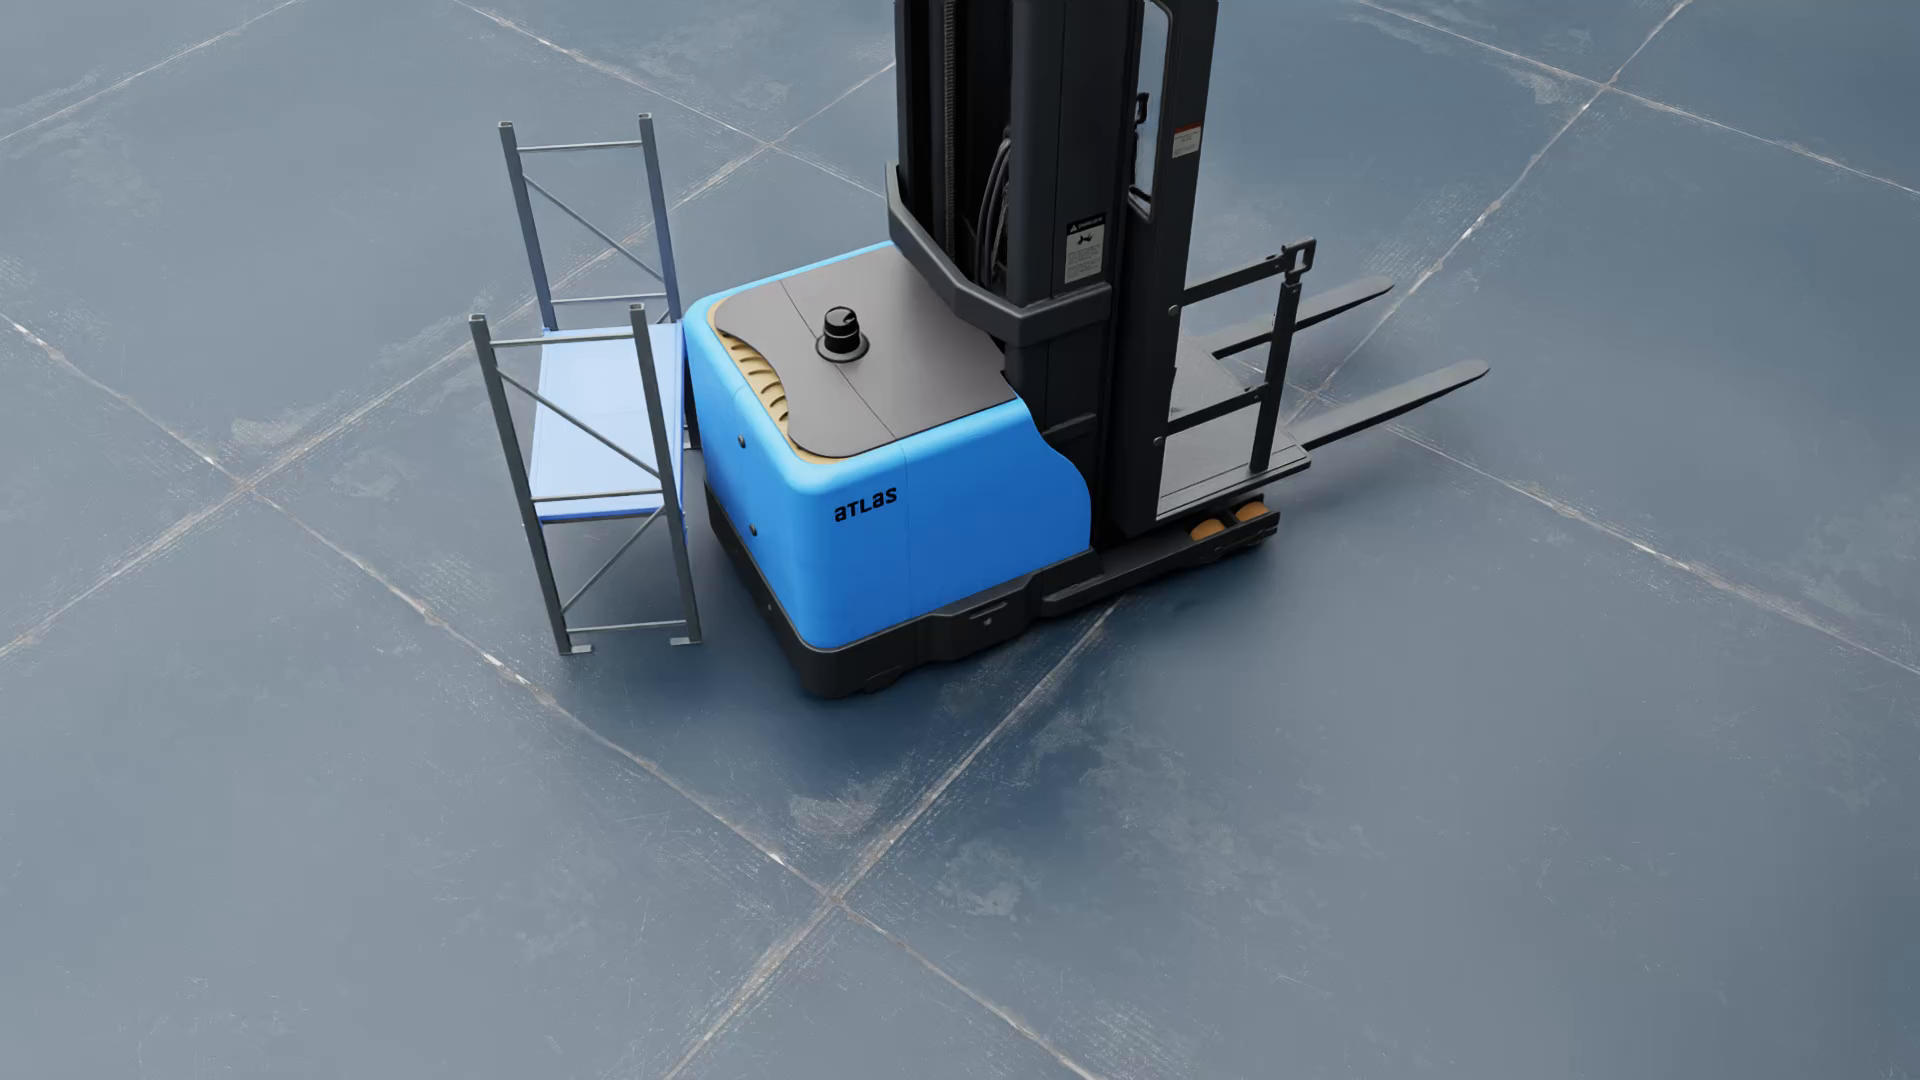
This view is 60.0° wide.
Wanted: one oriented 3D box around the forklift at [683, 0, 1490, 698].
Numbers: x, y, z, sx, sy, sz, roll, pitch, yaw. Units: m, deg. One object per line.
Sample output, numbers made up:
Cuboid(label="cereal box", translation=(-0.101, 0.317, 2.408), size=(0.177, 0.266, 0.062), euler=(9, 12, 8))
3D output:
Cuboid(label="forklift", translation=(0.612, -1.245, 5.413), size=(3.031, 2.935, 1.130), euler=(-21, 50, -19))

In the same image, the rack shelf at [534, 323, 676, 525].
Cuboid(label="rack shelf", translation=(-1.220, -0.416, 5.791), size=(0.459, 0.062, 0.952), euler=(-4, 46, -4))

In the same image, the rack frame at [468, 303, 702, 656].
Cuboid(label="rack frame", translation=(-1.165, -0.141, 5.348), size=(0.500, 1.500, 0.032), euler=(-4, 46, -4))

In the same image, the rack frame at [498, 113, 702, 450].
Cuboid(label="rack frame", translation=(-1.274, -0.872, 6.046), size=(0.500, 1.500, 0.032), euler=(-4, 46, -4))

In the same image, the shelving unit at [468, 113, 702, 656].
Cuboid(label="shelving unit", translation=(-1.220, -0.507, 5.697), size=(0.500, 1.500, 1.048), euler=(-4, 46, -4))
